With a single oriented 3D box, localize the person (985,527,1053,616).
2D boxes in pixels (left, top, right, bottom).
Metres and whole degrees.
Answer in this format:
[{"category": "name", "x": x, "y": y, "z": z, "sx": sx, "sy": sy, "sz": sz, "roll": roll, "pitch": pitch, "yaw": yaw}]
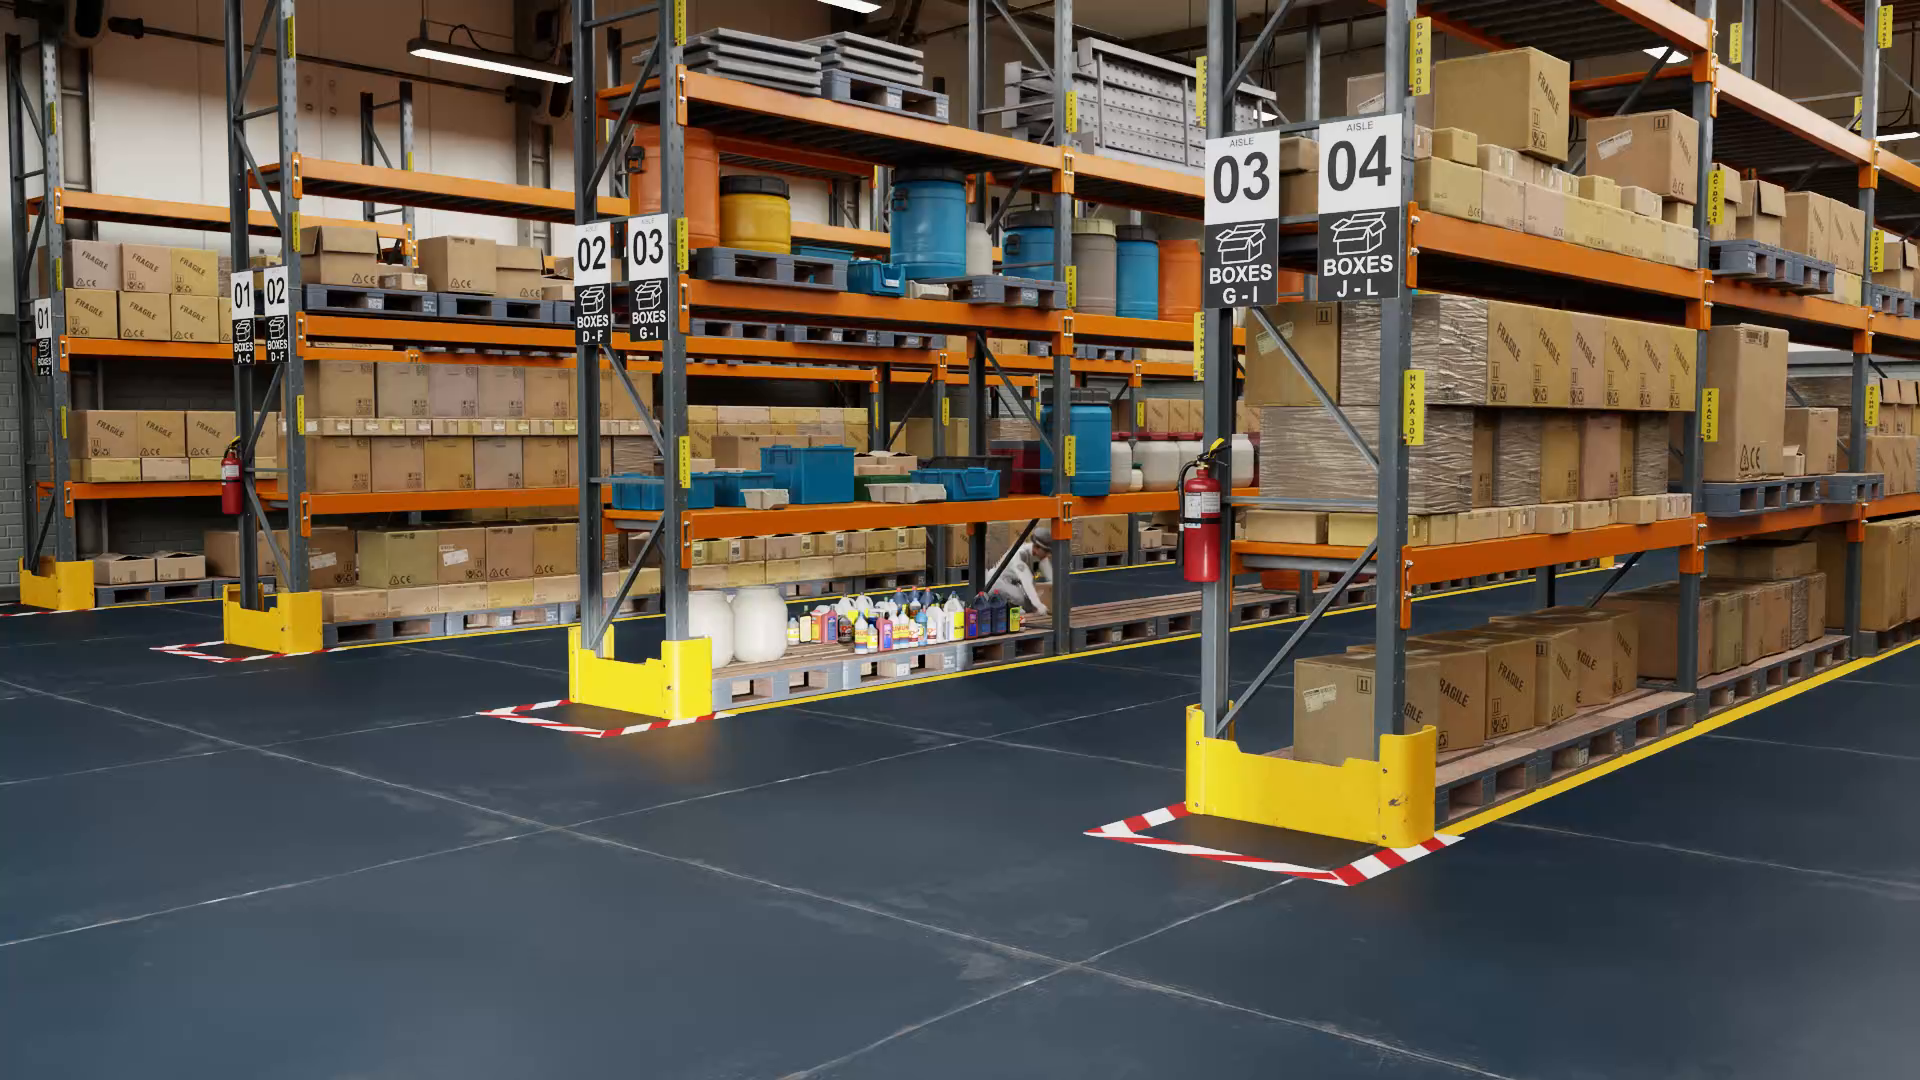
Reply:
[{"category": "person", "x": 0.611, "y": 0.373, "z": 15.137, "sx": 0.460, "sy": 0.981, "sz": 0.892, "roll": -3, "pitch": 5, "yaw": -41}]
